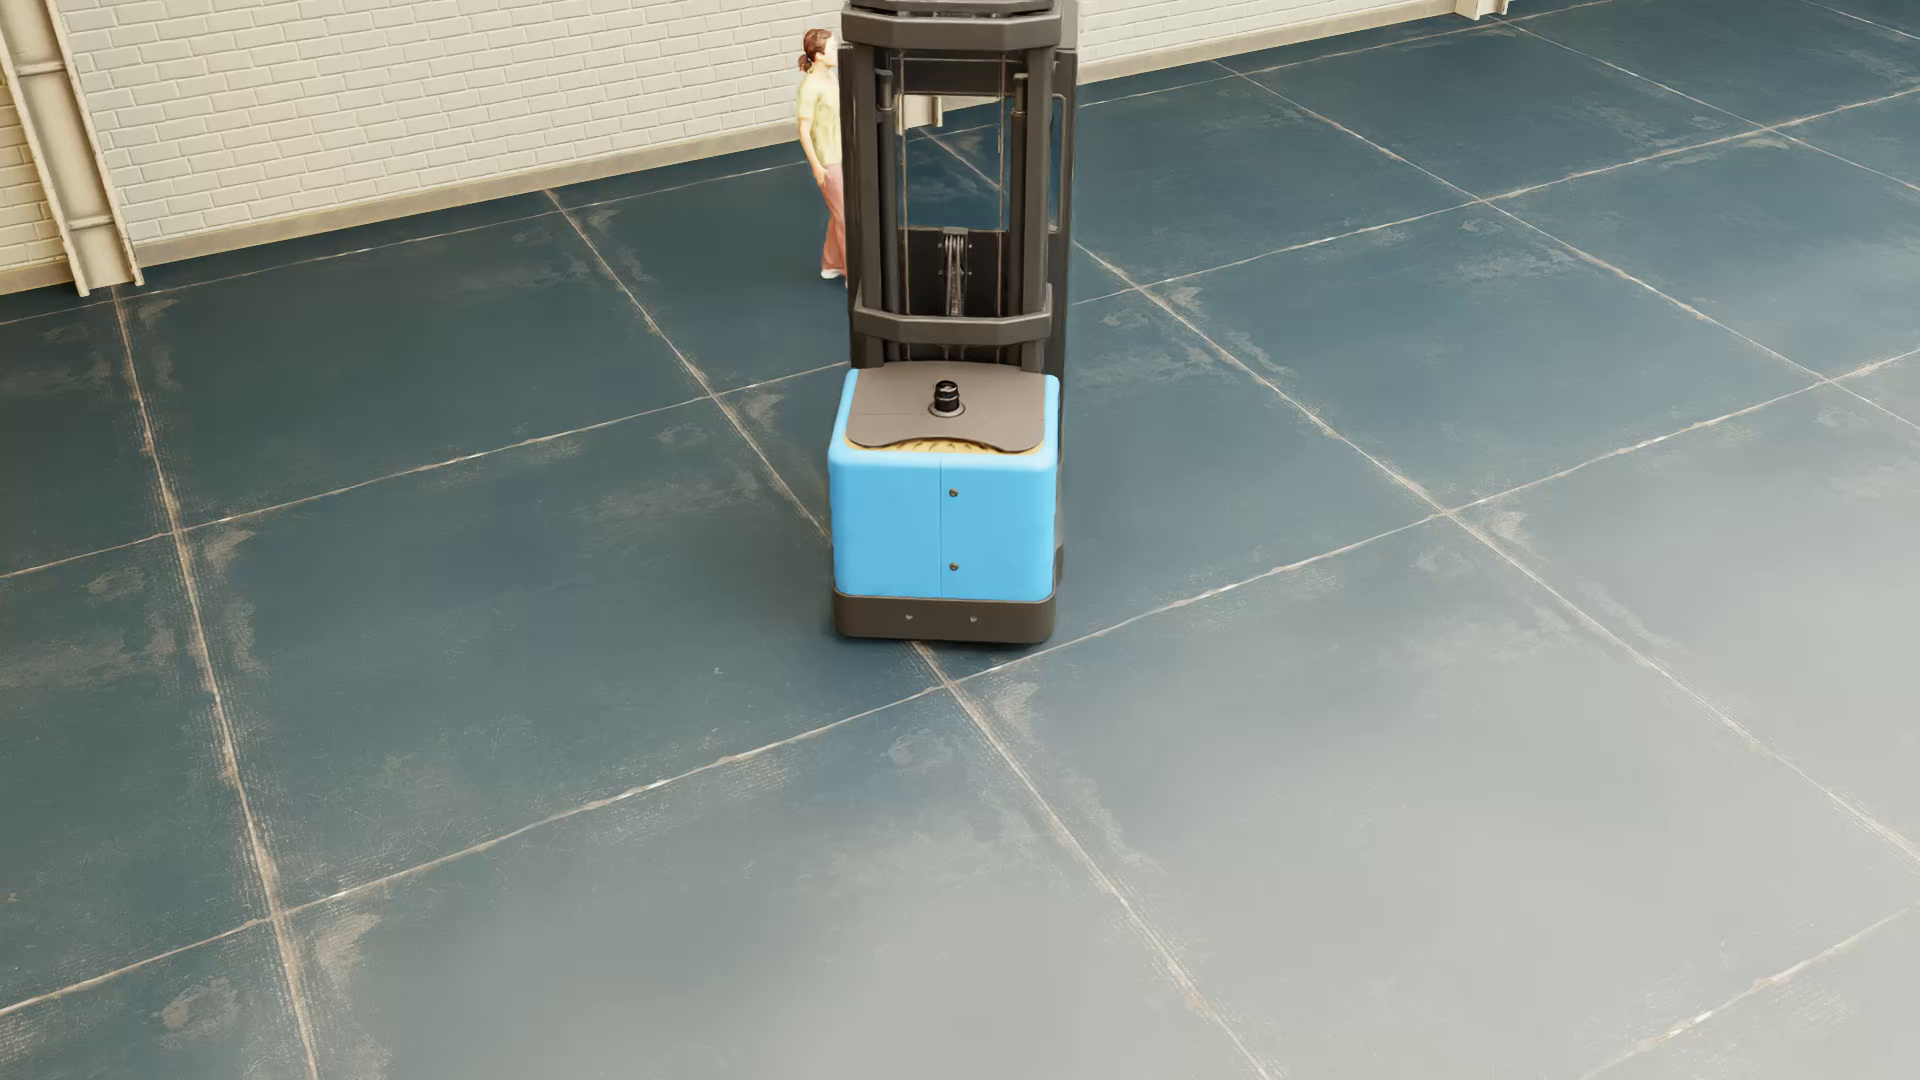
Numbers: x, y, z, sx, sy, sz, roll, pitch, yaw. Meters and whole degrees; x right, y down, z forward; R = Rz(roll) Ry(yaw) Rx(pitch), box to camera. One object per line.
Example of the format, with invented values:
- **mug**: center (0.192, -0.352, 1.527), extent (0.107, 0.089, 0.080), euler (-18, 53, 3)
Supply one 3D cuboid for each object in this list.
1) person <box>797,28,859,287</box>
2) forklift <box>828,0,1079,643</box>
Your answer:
- **person**: center (-0.727, -2.434, 10.671), extent (0.620, 1.668, 0.557), euler (10, 37, 14)
- **forklift**: center (0.004, -1.537, 8.297), extent (1.130, 2.935, 3.031), euler (2, 35, 3)
